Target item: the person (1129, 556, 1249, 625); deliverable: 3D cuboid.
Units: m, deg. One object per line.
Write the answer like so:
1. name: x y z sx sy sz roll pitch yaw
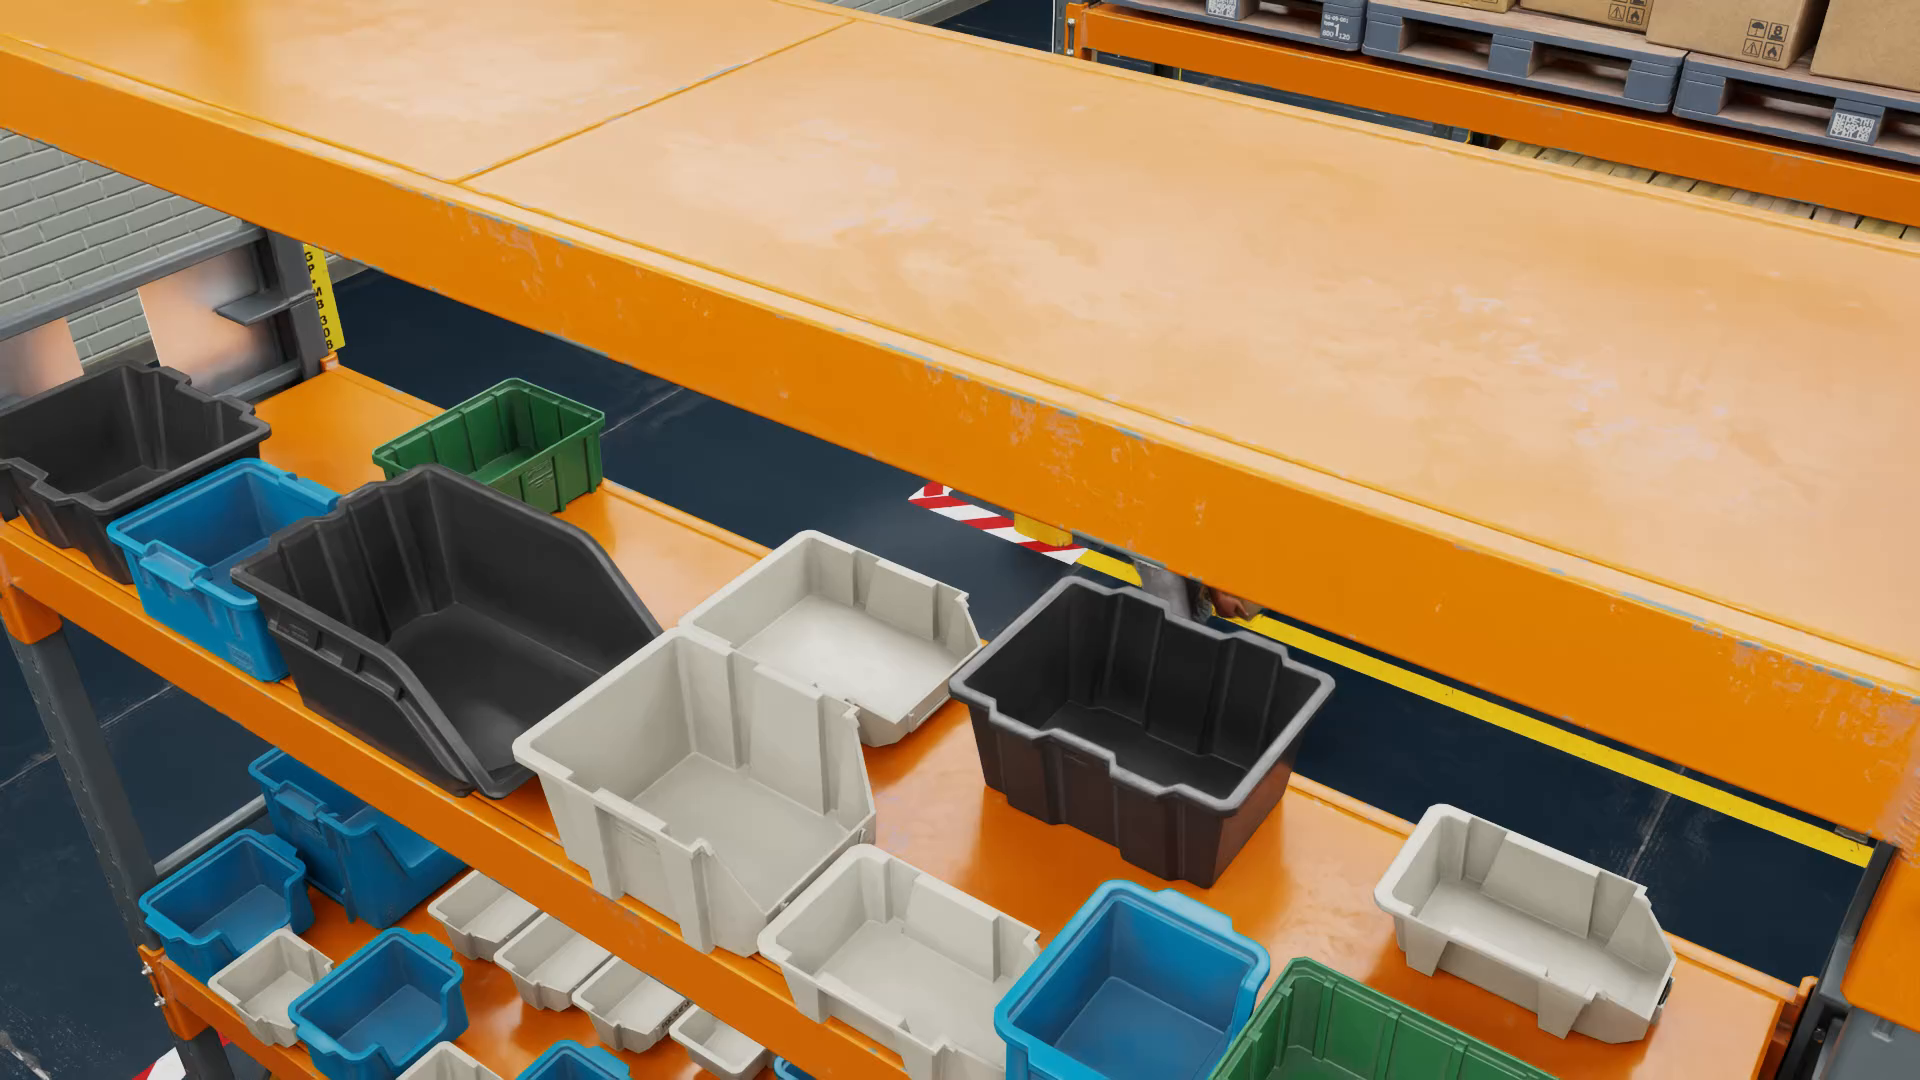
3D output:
1. person: 1.048 0.080 7.238 0.625 1.697 0.495 21 39 27
